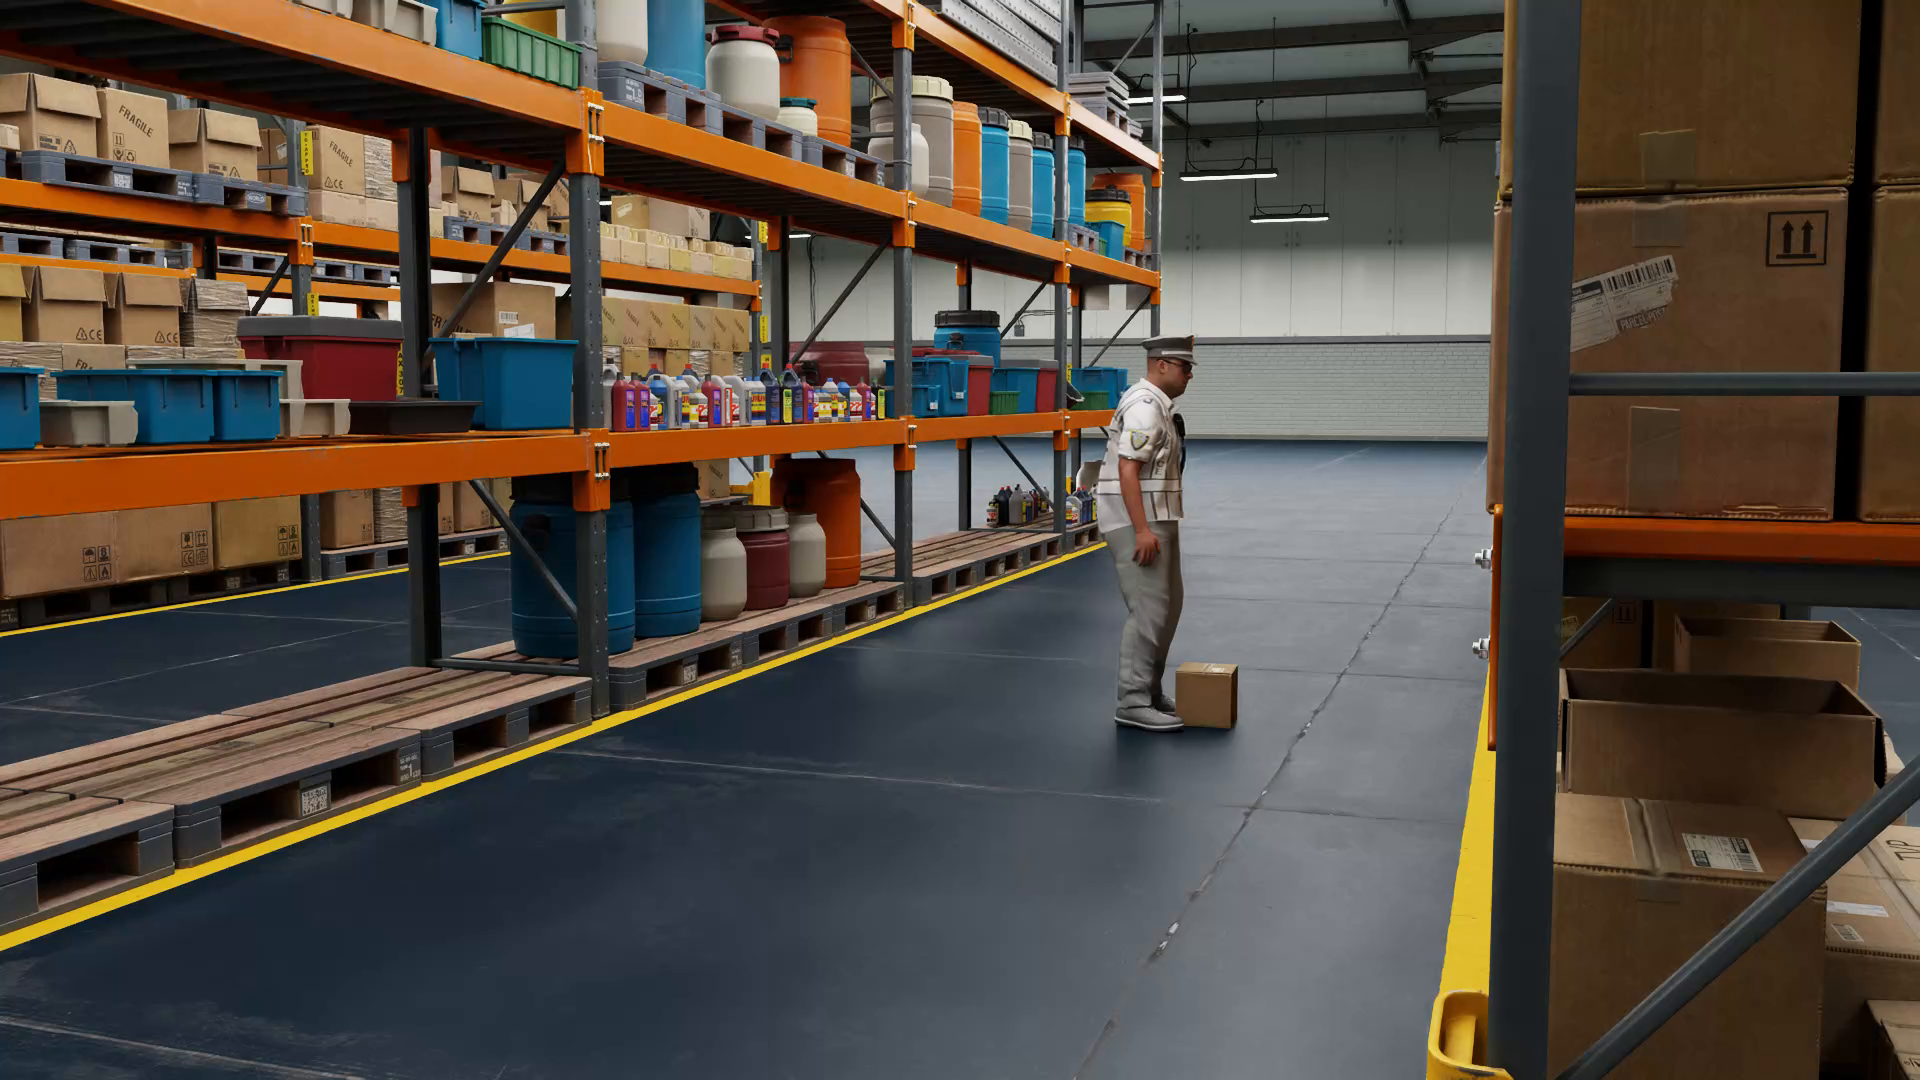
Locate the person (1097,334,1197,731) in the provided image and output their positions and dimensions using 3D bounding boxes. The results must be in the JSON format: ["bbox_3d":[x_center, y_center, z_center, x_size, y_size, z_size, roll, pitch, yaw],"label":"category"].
[{"bbox_3d":[0.849,-0.052,7.531,0.437,1.747,0.584,2,5,18],"label":"person"}]
